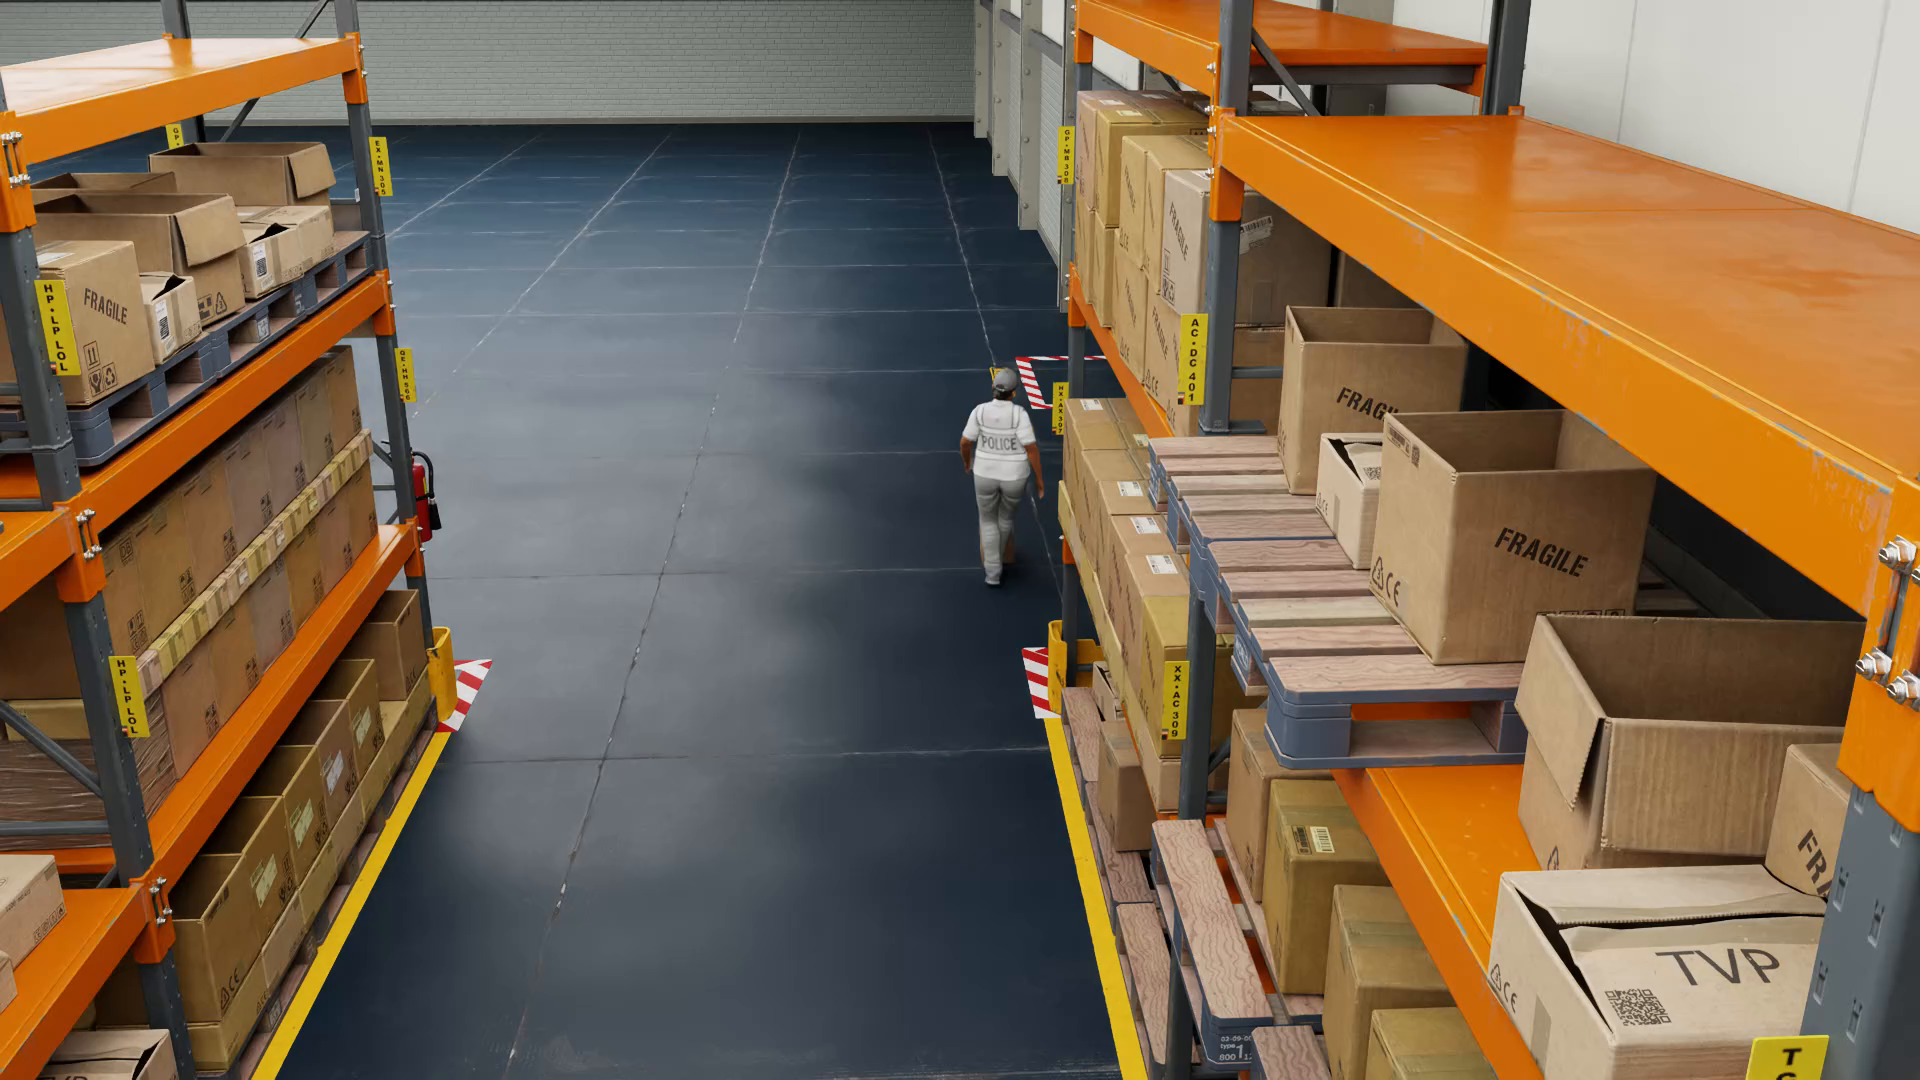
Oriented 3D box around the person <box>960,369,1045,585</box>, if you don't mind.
[{"bbox_3d":[0.322,-0.481,12.446,0.636,1.699,0.616,1,21,4],"label":"person"}]
